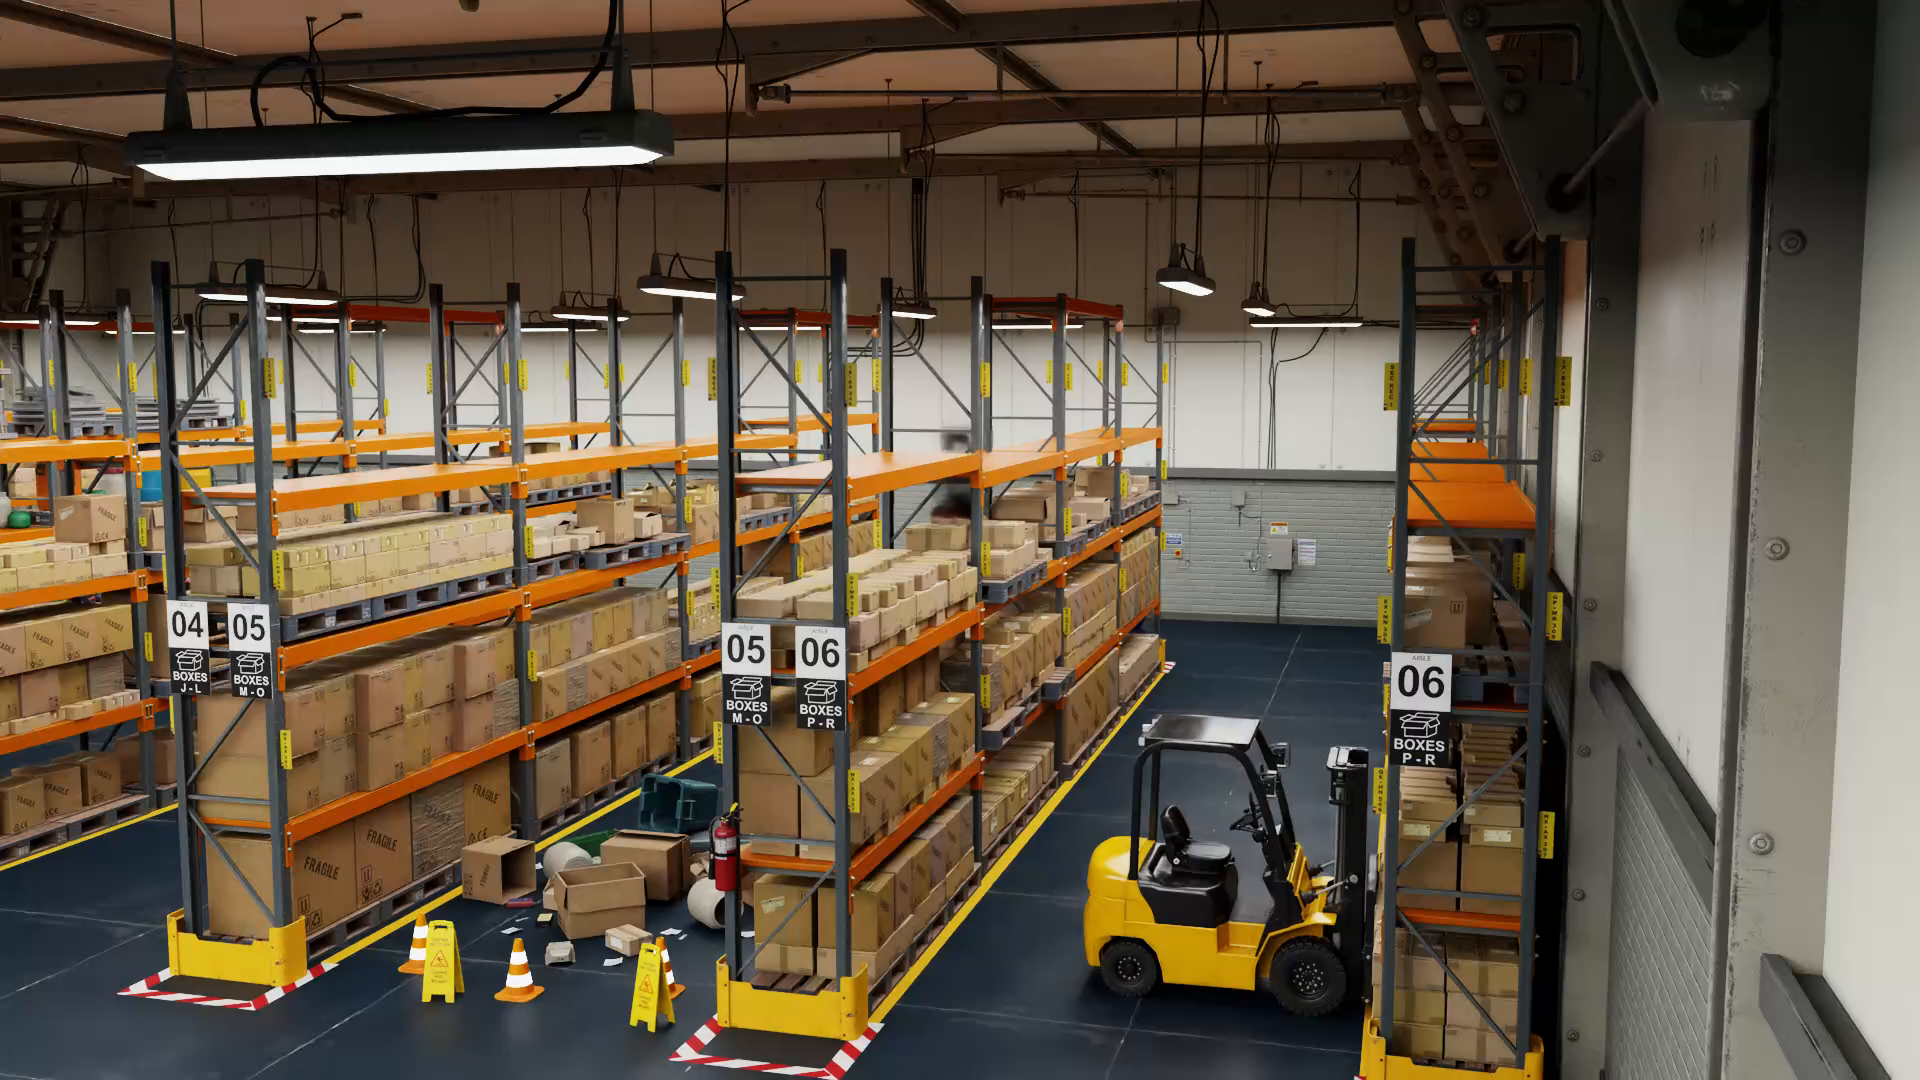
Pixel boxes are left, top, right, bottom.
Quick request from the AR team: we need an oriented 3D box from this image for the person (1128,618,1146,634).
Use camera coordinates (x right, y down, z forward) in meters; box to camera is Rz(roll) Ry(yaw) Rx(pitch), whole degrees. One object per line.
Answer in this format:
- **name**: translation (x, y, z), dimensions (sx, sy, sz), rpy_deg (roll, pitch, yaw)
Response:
- **person**: translation (3.028, 1.255, 29.532), dimensions (0.632, 1.624, 0.611), rpy_deg (5, 8, 38)
